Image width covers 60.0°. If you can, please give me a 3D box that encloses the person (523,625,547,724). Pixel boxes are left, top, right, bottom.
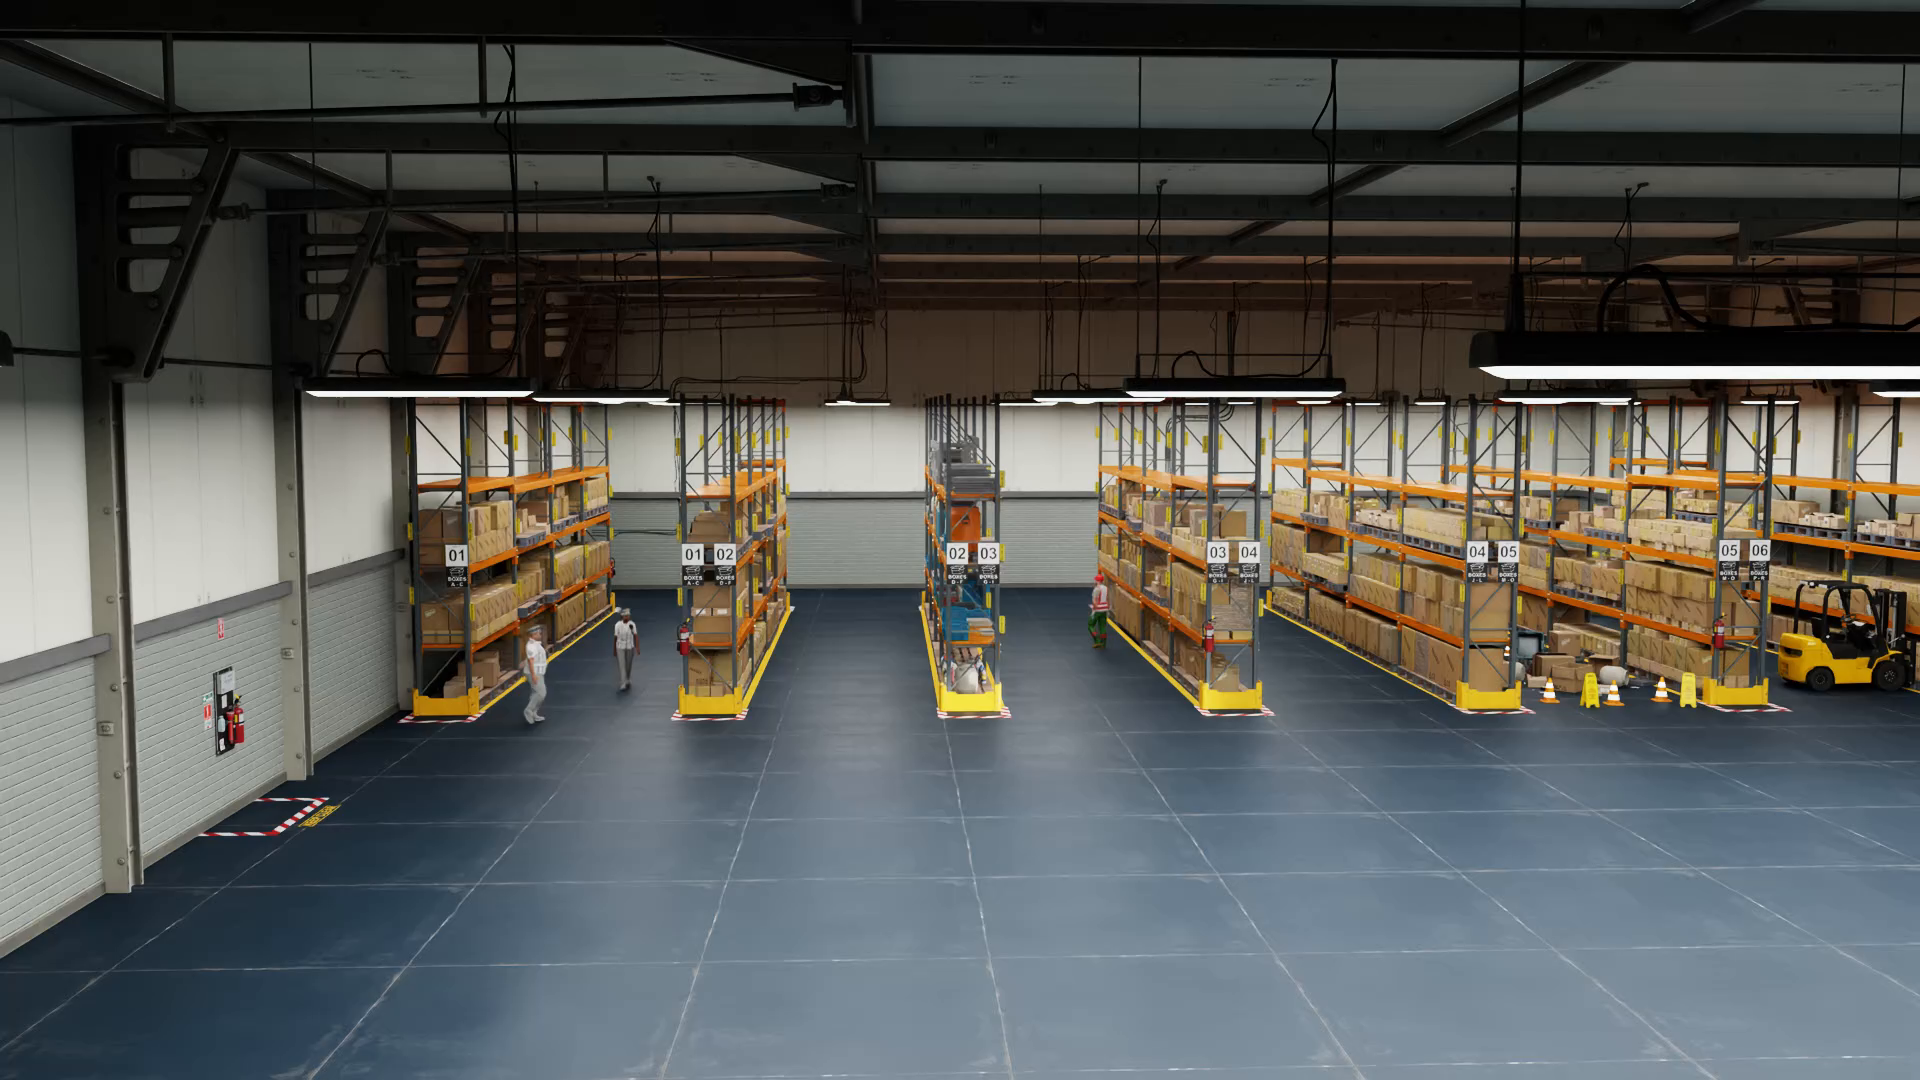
[{"bbox_3d":[-7.730,2.442,30.306,0.440,1.789,0.570,0,5,-1],"label":"person"}]

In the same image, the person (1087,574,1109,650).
[{"bbox_3d":[3.314,1.704,39.552,0.598,1.788,0.406,-4,6,-43],"label":"person"}]

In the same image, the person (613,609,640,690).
[{"bbox_3d":[-6.836,2.205,34.057,0.509,1.617,1.068,-1,5,-18],"label":"person"}]

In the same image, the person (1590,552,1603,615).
[{"bbox_3d":[17.611,1.197,46.041,0.461,1.753,0.585,4,6,42],"label":"person"}]
